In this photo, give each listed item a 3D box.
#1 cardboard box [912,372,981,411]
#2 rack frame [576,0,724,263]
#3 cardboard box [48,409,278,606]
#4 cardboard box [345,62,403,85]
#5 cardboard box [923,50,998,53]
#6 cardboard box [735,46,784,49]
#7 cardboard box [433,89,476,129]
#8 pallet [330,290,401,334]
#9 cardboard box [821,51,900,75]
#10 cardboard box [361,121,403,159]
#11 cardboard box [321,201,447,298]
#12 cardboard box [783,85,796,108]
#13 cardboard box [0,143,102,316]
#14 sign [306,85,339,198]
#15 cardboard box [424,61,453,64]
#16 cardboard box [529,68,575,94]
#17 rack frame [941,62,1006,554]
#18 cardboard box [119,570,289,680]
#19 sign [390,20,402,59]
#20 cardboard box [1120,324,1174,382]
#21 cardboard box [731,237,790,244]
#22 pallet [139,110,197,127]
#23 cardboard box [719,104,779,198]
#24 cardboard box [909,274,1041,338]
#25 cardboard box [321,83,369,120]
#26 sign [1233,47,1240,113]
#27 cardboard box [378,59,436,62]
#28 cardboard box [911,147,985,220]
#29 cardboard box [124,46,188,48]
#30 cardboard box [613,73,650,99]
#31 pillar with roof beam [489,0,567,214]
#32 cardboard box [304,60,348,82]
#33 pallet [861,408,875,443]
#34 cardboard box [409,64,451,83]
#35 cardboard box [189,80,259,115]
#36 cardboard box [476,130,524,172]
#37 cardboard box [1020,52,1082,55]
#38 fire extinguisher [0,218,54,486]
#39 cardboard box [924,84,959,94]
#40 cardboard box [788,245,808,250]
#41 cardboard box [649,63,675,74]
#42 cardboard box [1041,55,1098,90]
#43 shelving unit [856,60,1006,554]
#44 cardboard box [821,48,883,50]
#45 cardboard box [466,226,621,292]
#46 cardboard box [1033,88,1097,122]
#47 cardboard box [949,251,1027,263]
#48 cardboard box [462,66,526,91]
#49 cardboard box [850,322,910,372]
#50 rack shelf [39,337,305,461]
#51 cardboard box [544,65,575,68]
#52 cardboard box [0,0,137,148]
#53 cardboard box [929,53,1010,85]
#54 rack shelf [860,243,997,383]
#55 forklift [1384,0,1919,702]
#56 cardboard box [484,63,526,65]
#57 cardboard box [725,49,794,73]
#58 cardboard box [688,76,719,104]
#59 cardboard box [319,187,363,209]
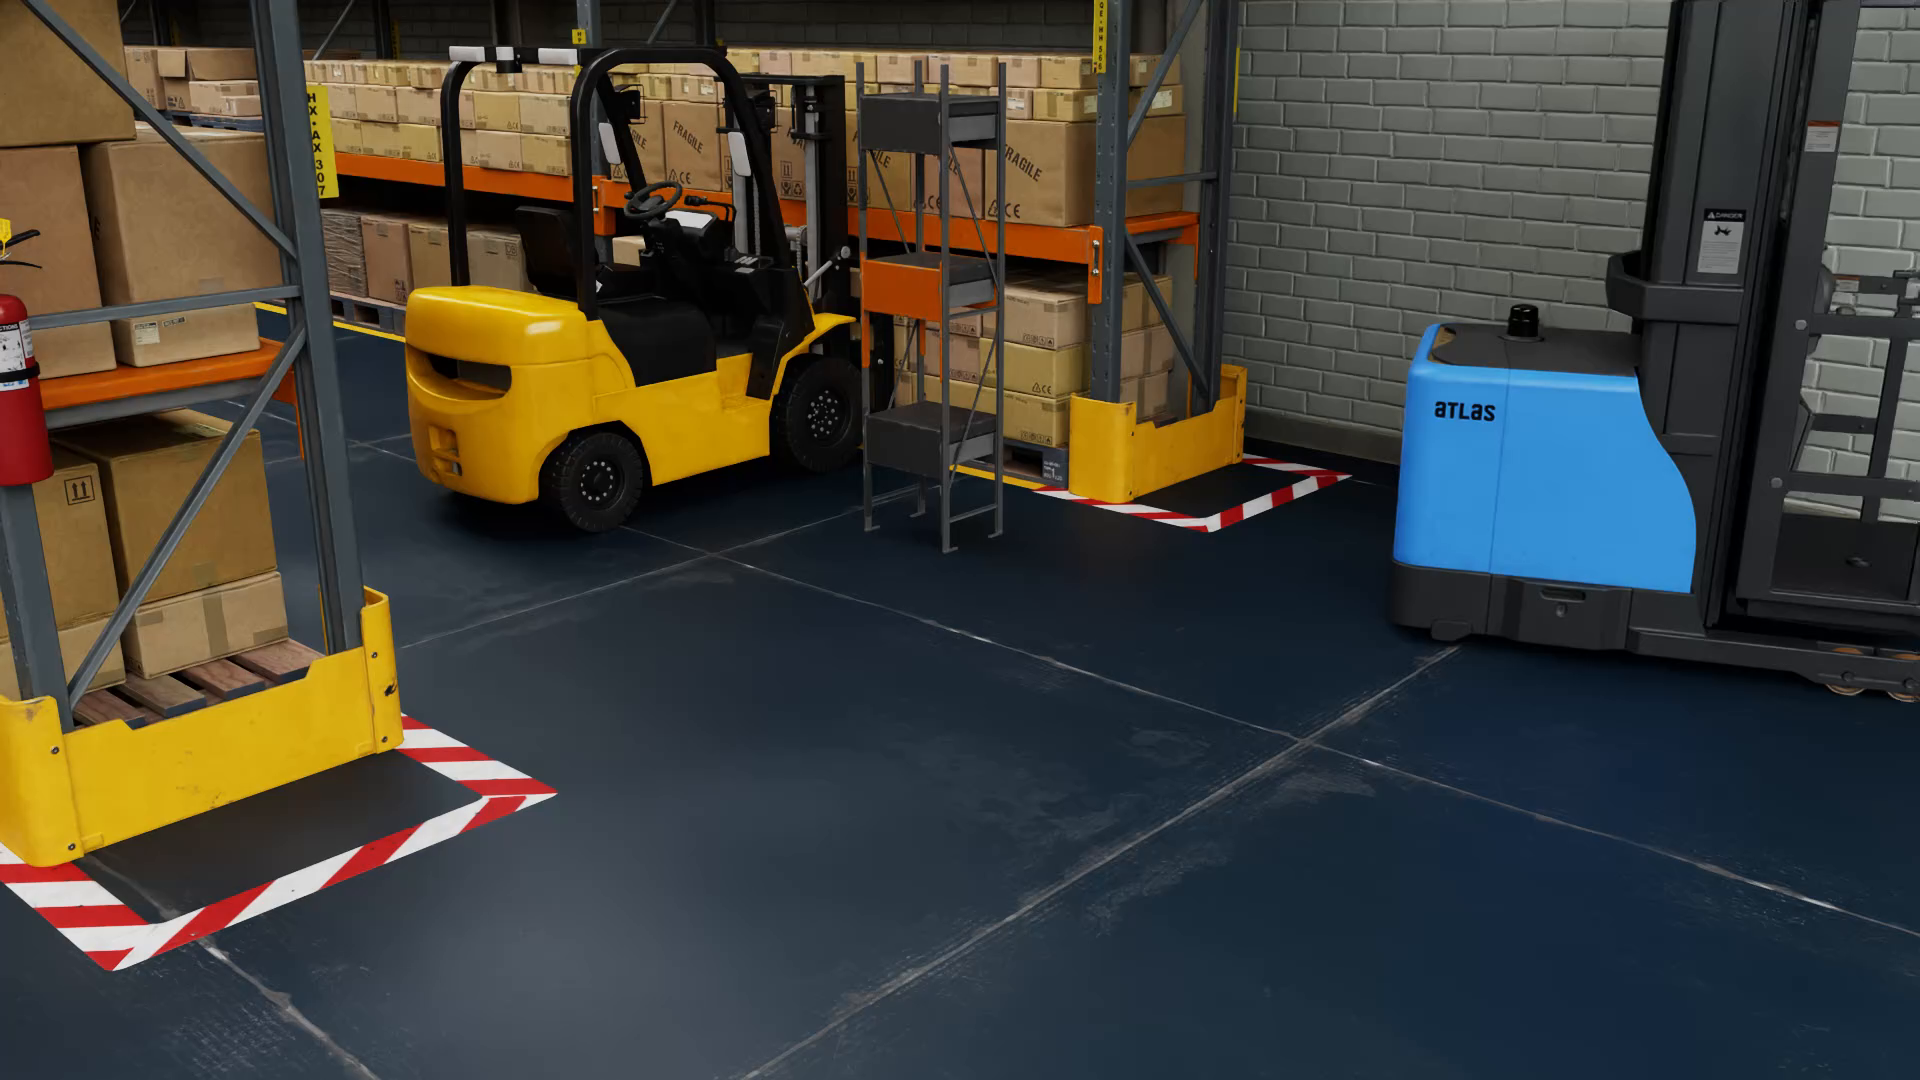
[{"bbox_3d":[0.090,-0.787,8.983,0.500,0.250,0.500,15,23,39],"label":"cardboard box"},{"bbox_3d":[-1.975,-2.575,10.767,0.127,3.000,1.000,15,23,39],"label":"rack frame"},{"bbox_3d":[-2.713,-0.125,5.657,0.500,0.500,0.500,14,22,37],"label":"cardboard box"},{"bbox_3d":[-4.310,-3.456,12.305,0.250,0.149,0.380,15,23,40],"label":"cardboard box"},{"bbox_3d":[0.007,-2.672,9.342,0.250,0.149,0.380,14,23,38],"label":"cardboard box"},{"bbox_3d":[-1.169,-2.968,10.276,0.250,0.149,0.380,15,23,39],"label":"cardboard box"},{"bbox_3d":[-3.280,-2.988,11.491,0.500,0.250,0.500,16,23,40],"label":"cardboard box"},{"bbox_3d":[-4.377,-1.875,13.171,1.213,0.211,1.003,15,23,39],"label":"pallet"},{"bbox_3d":[-0.542,-2.602,9.121,0.250,0.149,0.380,15,23,40],"label":"cardboard box"},{"bbox_3d":[-4.034,-2.959,12.223,0.500,0.250,0.500,14,22,38],"label":"cardboard box"},{"bbox_3d":[-4.509,-2.318,13.189,0.625,0.625,0.875,16,24,41],"label":"cardboard box"},{"bbox_3d":[-0.768,-2.494,9.273,0.250,0.149,0.380,14,23,38],"label":"cardboard box"},{"bbox_3d":[-2.864,-0.884,4.783,0.500,0.500,0.500,15,23,38],"label":"cardboard box"},{"bbox_3d":[-1.915,-1.184,4.952,0.005,0.325,0.100,15,23,39],"label":"sign"},{"bbox_3d":[-3.792,-3.519,12.504,0.250,0.149,0.380,15,23,39],"label":"cardboard box"},{"bbox_3d":[-2.583,-2.998,10.862,0.250,0.149,0.380,15,23,38],"label":"cardboard box"},{"bbox_3d":[0.059,-0.985,7.244,0.015,2.100,0.400,15,23,39],"label":"rack frame"},{"bbox_3d":[-2.695,0.238,5.756,0.500,0.250,0.500,15,23,39],"label":"cardboard box"},{"bbox_3d":[-4.601,-4.057,13.521,0.005,0.325,0.100,15,23,39],"label":"sign"},{"bbox_3d":[0.803,-1.041,8.959,0.500,0.250,0.500,16,23,40],"label":"cardboard box"},{"bbox_3d":[-1.089,-1.788,10.485,0.500,0.250,0.500,15,23,38],"label":"cardboard box"},{"bbox_3d":[-6.424,-3.676,14.554,1.213,0.211,1.003,15,23,39],"label":"pallet"},{"bbox_3d":[-1.036,-2.272,9.648,0.500,0.500,0.500,15,23,39],"label":"cardboard box"},{"bbox_3d":[0.080,-1.261,8.826,0.500,0.250,0.500,16,23,40],"label":"cardboard box"},{"bbox_3d":[-4.423,-3.300,12.473,0.500,0.250,0.500,16,24,41],"label":"cardboard box"},{"bbox_3d":[1.390,-2.347,8.486,0.005,0.325,0.100,15,23,39],"label":"sign"},{"bbox_3d":[-4.319,-3.688,13.037,0.250,0.149,0.380,16,23,41],"label":"cardboard box"},{"bbox_3d":[0.093,-1.965,8.681,0.500,0.500,0.500,16,24,41],"label":"cardboard box"},{"bbox_3d":[-7.358,-4.178,14.957,0.500,0.500,0.700,15,23,40],"label":"cardboard box"},{"bbox_3d":[-1.911,-2.809,10.265,0.250,0.149,0.380,15,23,38],"label":"cardboard box"},{"bbox_3d":[-6.251,-5.206,9.139,0.400,9.000,9.100,15,23,39],"label":"pillar with roof beam"},{"bbox_3d":[-4.924,-3.605,12.773,0.250,0.149,0.380,16,24,41],"label":"cardboard box"},{"bbox_3d":[-0.491,-0.832,9.885,1.213,0.211,1.003,15,23,39],"label":"pallet"},{"bbox_3d":[-3.693,-3.317,11.869,0.250,0.149,0.380,15,23,39],"label":"cardboard box"},{"bbox_3d":[-5.971,-3.646,13.694,0.500,0.250,0.500,14,22,37],"label":"cardboard box"},{"bbox_3d":[-2.905,-2.645,11.237,0.500,0.250,0.500,15,23,39],"label":"cardboard box"},{"bbox_3d":[0.527,-2.496,8.790,0.250,0.149,0.380,16,23,40],"label":"cardboard box"},{"bbox_3d":[-2.495,-0.484,4.307,0.183,0.674,0.296,15,23,39],"label":"fire extinguisher"},{"bbox_3d":[0.029,-2.298,8.656,0.250,0.149,0.380,15,23,39],"label":"cardboard box"},{"bbox_3d":[-1.066,-1.571,9.802,0.500,0.250,0.500,16,24,41],"label":"cardboard box"},{"bbox_3d":[-1.666,-2.915,10.107,0.250,0.149,0.380,15,23,40],"label":"cardboard box"},{"bbox_3d":[0.609,-2.295,8.155,0.250,0.149,0.380,15,23,39],"label":"cardboard box"},{"bbox_3d":[-0.124,-1.034,7.399,0.503,2.100,0.431,15,23,39],"label":"shelving unit"},{"bbox_3d":[-0.599,-2.814,9.789,0.250,0.149,0.380,15,23,39],"label":"cardboard box"},{"bbox_3d":[-2.948,-1.903,11.882,0.625,0.625,0.875,15,23,39],"label":"cardboard box"},{"bbox_3d":[0.572,-2.135,8.143,0.250,0.149,0.380,15,23,40],"label":"cardboard box"},{"bbox_3d":[0.040,-1.480,9.515,0.500,0.250,0.500,15,23,39],"label":"cardboard box"},{"bbox_3d":[-3.170,-3.149,11.337,0.250,0.149,0.380,14,23,38],"label":"cardboard box"},{"bbox_3d":[-0.323,-1.129,9.235,0.500,0.250,0.500,14,23,38],"label":"cardboard box"},{"bbox_3d":[-3.771,-0.707,6.070,4.000,0.370,1.077,15,23,39],"label":"rack shelf"},{"bbox_3d":[-2.652,-3.214,11.542,0.250,0.149,0.380,15,23,39],"label":"cardboard box"},{"bbox_3d":[-2.802,-1.368,4.652,0.500,0.500,0.700,14,23,38],"label":"cardboard box"},{"bbox_3d":[0.053,-2.451,8.646,0.250,0.149,0.380,15,23,40],"label":"cardboard box"},{"bbox_3d":[-0.124,-1.021,7.403,0.480,0.518,0.431,15,23,39],"label":"rack shelf"},{"bbox_3d":[3.218,-1.010,5.948,3.031,2.935,1.130,6,19,18],"label":"forklift"},{"bbox_3d":[-3.205,-3.368,12.027,0.250,0.149,0.380,15,23,40],"label":"cardboard box"},{"bbox_3d":[-1.145,-2.741,9.559,0.250,0.149,0.380,15,23,38],"label":"cardboard box"},{"bbox_3d":[-1.368,-2.645,9.748,0.250,0.149,0.380,16,23,40],"label":"cardboard box"},{"bbox_3d":[-5.331,-2.931,14.254,0.250,0.149,0.380,16,24,41],"label":"cardboard box"}]
